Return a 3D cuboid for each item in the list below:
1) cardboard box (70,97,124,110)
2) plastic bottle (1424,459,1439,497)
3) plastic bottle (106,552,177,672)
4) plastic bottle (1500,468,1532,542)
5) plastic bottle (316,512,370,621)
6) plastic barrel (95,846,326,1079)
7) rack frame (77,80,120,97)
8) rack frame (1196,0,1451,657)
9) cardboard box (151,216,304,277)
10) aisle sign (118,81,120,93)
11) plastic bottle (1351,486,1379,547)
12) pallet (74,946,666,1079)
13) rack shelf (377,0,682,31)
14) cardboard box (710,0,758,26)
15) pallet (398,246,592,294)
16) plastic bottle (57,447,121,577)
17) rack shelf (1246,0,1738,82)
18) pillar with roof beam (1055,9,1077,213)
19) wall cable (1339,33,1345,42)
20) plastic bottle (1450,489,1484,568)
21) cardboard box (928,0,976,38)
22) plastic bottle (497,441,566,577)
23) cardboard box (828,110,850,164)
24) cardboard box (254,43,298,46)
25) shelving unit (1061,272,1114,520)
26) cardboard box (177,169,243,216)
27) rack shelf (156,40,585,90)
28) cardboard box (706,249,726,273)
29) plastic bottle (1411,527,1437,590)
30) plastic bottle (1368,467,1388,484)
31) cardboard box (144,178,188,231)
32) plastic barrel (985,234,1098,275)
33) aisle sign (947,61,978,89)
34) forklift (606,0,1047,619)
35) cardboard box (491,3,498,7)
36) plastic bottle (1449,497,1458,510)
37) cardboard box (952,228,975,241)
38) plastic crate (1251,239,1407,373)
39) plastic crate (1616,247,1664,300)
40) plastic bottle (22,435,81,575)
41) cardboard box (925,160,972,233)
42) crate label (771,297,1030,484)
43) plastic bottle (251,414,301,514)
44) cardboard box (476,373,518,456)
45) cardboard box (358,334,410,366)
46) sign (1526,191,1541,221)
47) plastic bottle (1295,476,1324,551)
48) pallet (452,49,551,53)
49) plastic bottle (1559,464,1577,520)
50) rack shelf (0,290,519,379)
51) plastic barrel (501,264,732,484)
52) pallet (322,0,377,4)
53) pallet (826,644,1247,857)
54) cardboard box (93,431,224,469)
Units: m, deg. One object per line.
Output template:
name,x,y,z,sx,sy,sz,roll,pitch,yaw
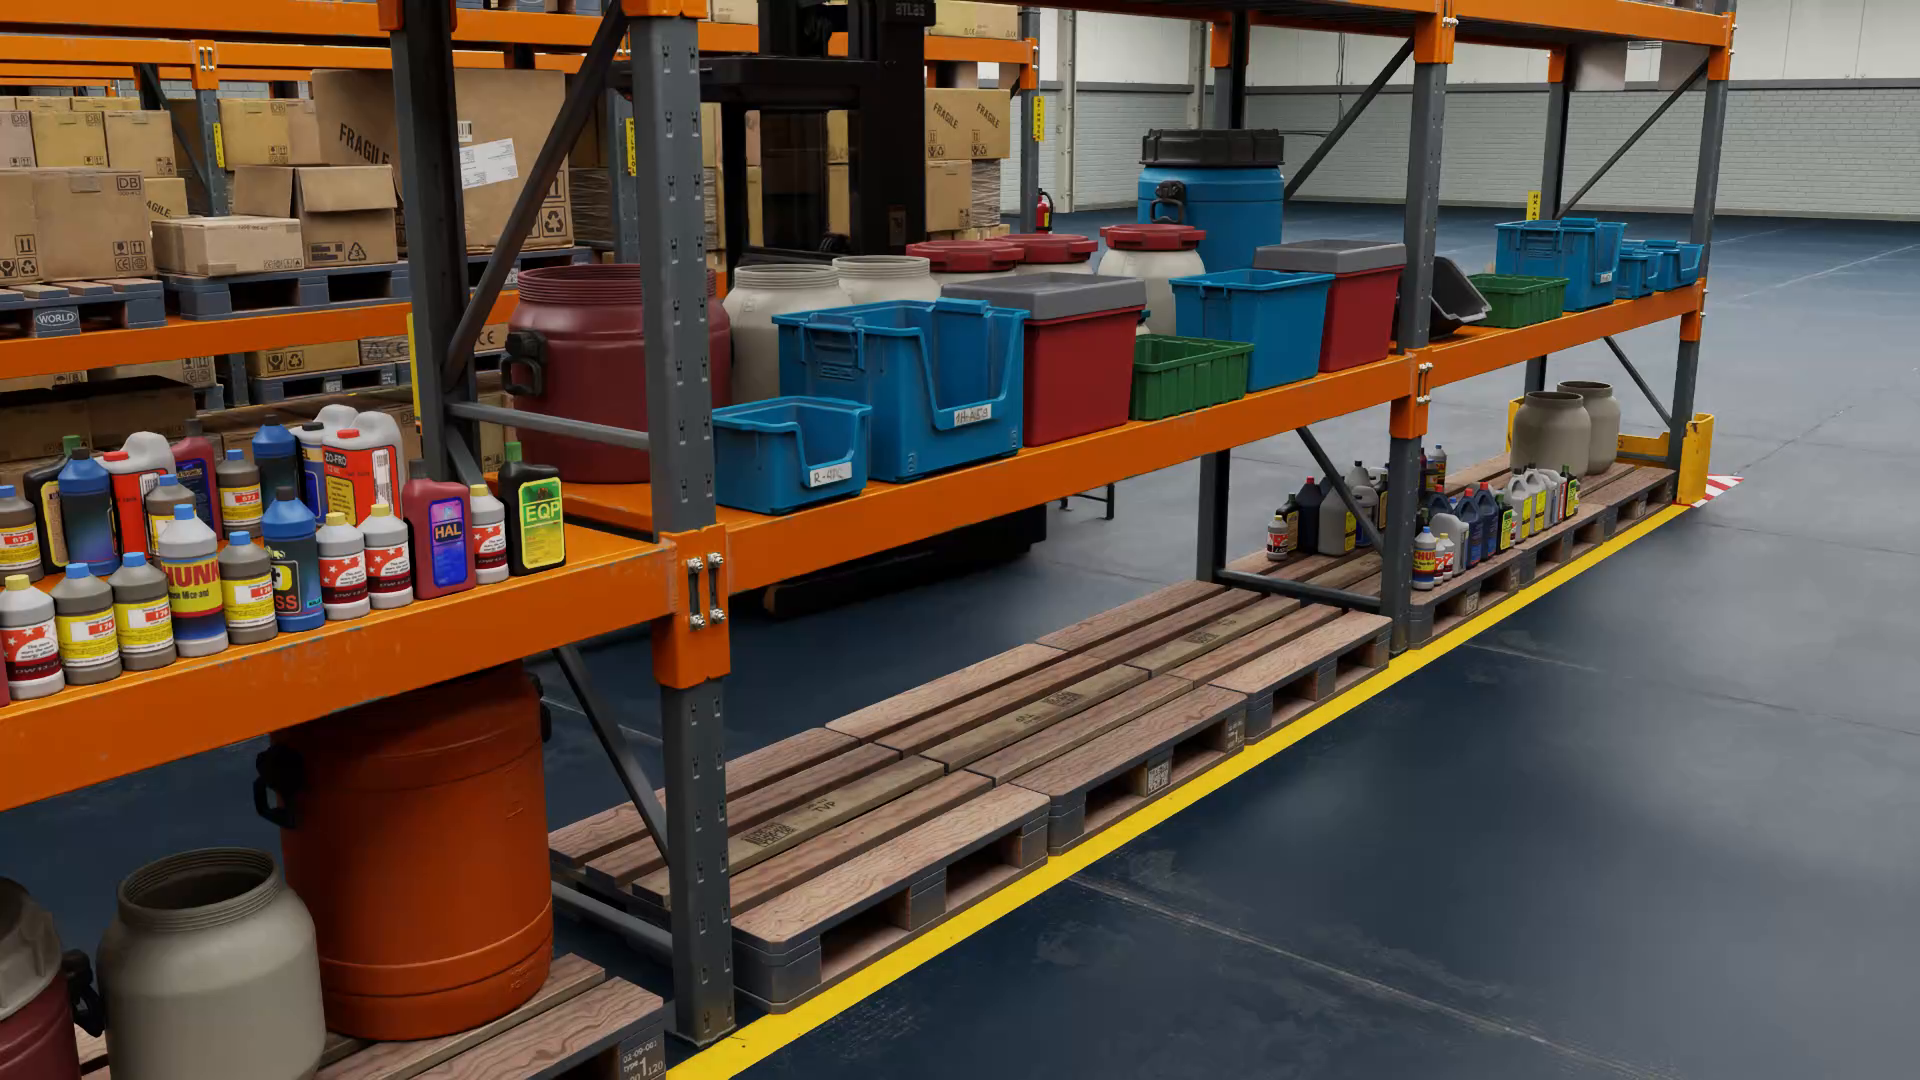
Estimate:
cardboard box,-8.921,-4.254,16.939,0.700,0.500,0.500,11,18,36
plastic bottle,2.586,-0.344,9.175,0.097,0.201,0.097,0,14,0
plastic bottle,-1.455,0.123,2.952,0.097,0.201,0.097,0,14,0
plastic bottle,2.735,-0.177,8.215,0.144,0.351,0.185,11,18,37
plastic bottle,-1.210,0.048,3.245,0.097,0.201,0.097,0,14,0
plastic barrel,-1.574,0.947,3.504,0.421,0.512,0.421,0,14,0
rack frame,-11.390,-4.873,22.214,1.000,3.000,0.127,11,18,38
rack frame,1.519,-1.040,7.124,1.000,3.000,0.127,11,18,38
cardboard box,-3.615,-1.457,8.216,0.500,0.250,0.500,11,18,36
aisle sign,-11.120,-6.100,21.765,0.394,0.787,0.004,11,18,38
plastic bottle,1.952,-0.120,8.140,0.152,0.276,0.135,11,18,38
pallet,-1.458,1.235,3.832,1.003,0.211,1.213,11,18,38
rack shelf,-2.252,-0.996,2.320,1.077,0.370,4.000,11,18,38
cardboard box,-1.522,-3.336,10.376,0.500,0.250,0.500,11,18,37
pallet,-2.927,-1.590,9.677,1.003,0.211,1.213,11,18,38
plastic bottle,-1.856,-0.063,3.539,0.097,0.271,0.097,0,14,0
rack shelf,2.776,-2.528,8.351,1.077,0.370,4.000,11,18,38
pillar with roof beam,5.904,-11.717,36.970,9.100,9.000,0.400,11,18,38
wall cable,11.311,-14.416,43.643,3.097,2.526,0.112,11,18,38
plastic bottle,2.349,-0.060,7.752,0.144,0.351,0.185,12,18,39
cardboard box,-0.236,-3.726,11.910,0.500,0.250,0.500,11,18,38
plastic bottle,-0.917,-0.074,3.558,0.061,0.283,0.133,11,18,38
cardboard box,-0.919,-2.820,11.292,0.500,0.500,0.500,11,18,38
cardboard box,-7.639,-5.492,18.256,0.500,0.250,0.500,11,18,37
shelving unit,0.474,-0.818,9.298,0.755,1.500,0.431,-13,19,-41
cardboard box,-5.905,-2.738,13.506,0.875,0.550,0.550,11,18,38
rack shelf,-4.870,-4.081,14.466,1.077,0.370,4.000,11,18,38
cardboard box,-1.661,-1.777,10.537,0.380,0.149,0.250,11,18,38
plastic bottle,2.061,0.076,7.379,0.097,0.271,0.097,0,14,0
plastic bottle,2.129,-0.230,8.575,0.152,0.276,0.135,12,18,39
cardboard box,-6.247,-2.500,12.670,0.500,0.500,0.500,11,18,37
plastic barrel,0.286,-0.816,5.967,0.433,0.535,0.433,0,14,0
aisle sign,-0.013,-3.891,13.066,0.394,0.787,0.004,11,18,38
forklift,-0.959,-1.200,7.894,3.031,2.935,1.130,-13,19,-41
cardboard box,-4.199,-4.632,14.627,0.380,0.149,0.250,11,18,37
plastic bottle,2.347,-0.068,7.945,0.097,0.271,0.097,0,14,0
cardboard box,-0.112,-2.260,12.439,0.380,0.149,0.250,11,18,38
plastic crate,1.453,-0.931,6.565,0.402,0.464,0.583,11,18,38
plastic crate,3.539,-1.468,9.112,0.499,0.251,0.408,11,18,38
plastic bottle,-1.929,-0.077,3.572,0.061,0.283,0.133,11,18,38
cardboard box,-0.407,-2.550,12.260,0.875,0.500,0.500,11,18,38
crate label,-0.160,-0.439,4.689,0.502,0.435,0.616,11,18,38
plastic bottle,-1.612,-0.161,3.925,0.097,0.271,0.097,0,14,0
cardboard box,-2.736,-0.694,9.945,0.700,0.500,0.500,10,17,33
cardboard box,-5.114,-2.050,14.562,0.875,0.875,0.875,11,18,38
sign,3.608,-2.026,10.444,0.100,0.325,0.005,11,18,38
plastic bottle,1.700,-0.137,8.057,0.144,0.351,0.185,11,18,36
pallet,-4.072,-4.626,15.330,1.003,0.211,1.213,11,18,38
plastic bottle,3.161,-0.258,8.669,0.061,0.283,0.133,12,18,39
rack shelf,-3.590,-1.075,8.722,1.077,0.370,4.000,11,18,38
plastic barrel,-0.939,-0.476,4.626,0.600,0.536,0.708,11,18,38
pallet,-3.453,-2.868,8.611,1.213,0.211,1.003,11,18,38
pallet,0.289,0.703,5.928,1.003,0.211,1.213,11,18,38
cardboard box,-4.103,-0.282,8.323,0.700,0.500,0.500,9,17,33
